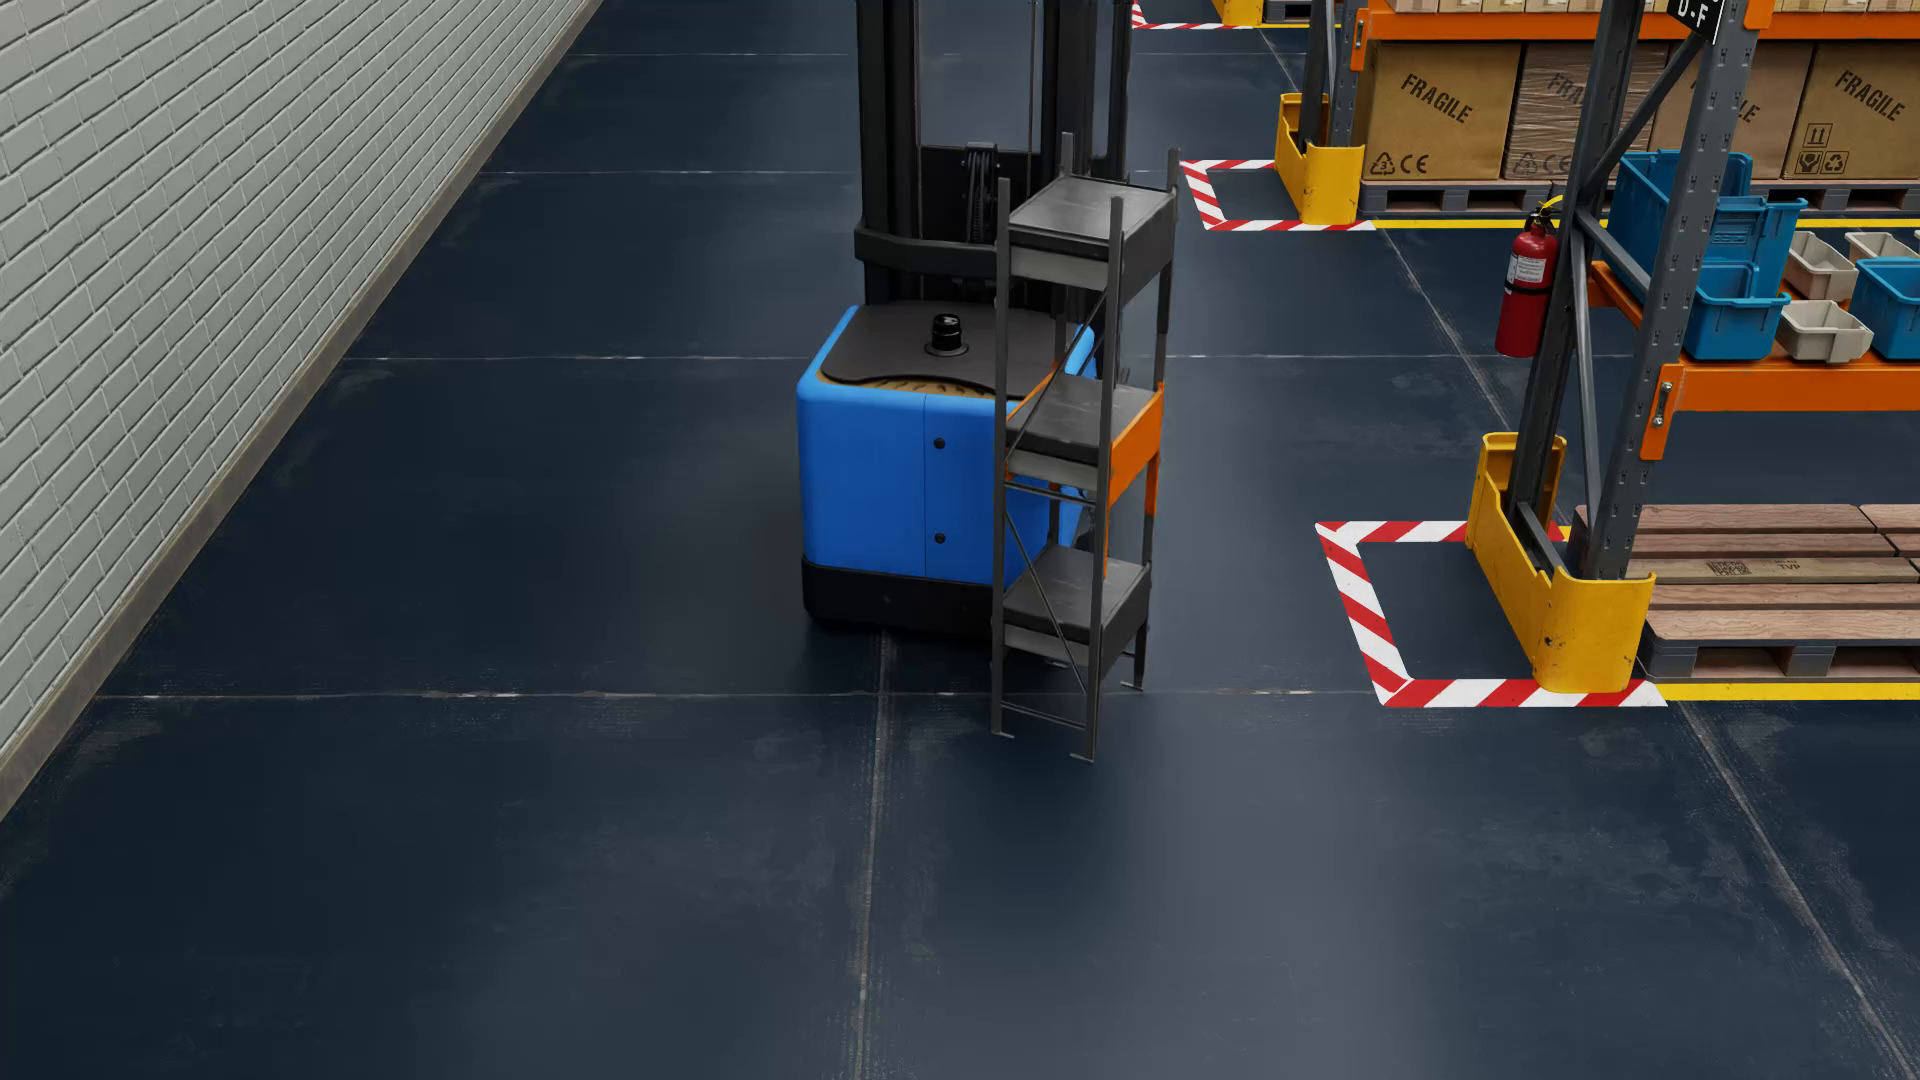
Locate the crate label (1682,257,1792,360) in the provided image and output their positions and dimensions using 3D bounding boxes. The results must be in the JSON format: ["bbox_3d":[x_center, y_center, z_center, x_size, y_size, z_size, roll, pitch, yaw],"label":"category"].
[{"bbox_3d":[2.644,-0.796,5.774,0.303,0.233,0.416,0,31,0],"label":"crate label"}]

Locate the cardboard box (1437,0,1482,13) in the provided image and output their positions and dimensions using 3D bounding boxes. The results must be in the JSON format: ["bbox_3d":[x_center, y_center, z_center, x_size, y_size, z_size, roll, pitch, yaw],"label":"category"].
[{"bbox_3d":[2.979,-3.306,10.049,0.250,0.149,0.380,-1,31,-1],"label":"cardboard box"}]

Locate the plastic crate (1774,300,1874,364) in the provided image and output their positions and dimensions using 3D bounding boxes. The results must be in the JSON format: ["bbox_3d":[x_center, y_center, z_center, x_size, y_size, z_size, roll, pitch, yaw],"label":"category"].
[{"bbox_3d":[2.966,-0.713,5.730,0.298,0.136,0.250,0,31,0],"label":"plastic crate"}]

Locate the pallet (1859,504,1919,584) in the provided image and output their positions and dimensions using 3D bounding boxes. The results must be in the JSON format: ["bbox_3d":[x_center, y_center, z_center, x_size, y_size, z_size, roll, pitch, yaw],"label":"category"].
[{"bbox_3d":[4.437,0.195,6.725,1.213,0.211,1.003,0,31,0],"label":"pallet"}]

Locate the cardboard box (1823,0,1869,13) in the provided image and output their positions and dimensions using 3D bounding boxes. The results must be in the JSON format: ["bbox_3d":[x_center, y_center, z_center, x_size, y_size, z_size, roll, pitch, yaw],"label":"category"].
[{"bbox_3d":[5.291,-3.313,10.061,0.250,0.149,0.380,0,31,1],"label":"cardboard box"}]

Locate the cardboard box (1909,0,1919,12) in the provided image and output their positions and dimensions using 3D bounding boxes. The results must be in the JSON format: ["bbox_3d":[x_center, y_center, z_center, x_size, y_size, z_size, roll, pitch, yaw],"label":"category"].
[{"bbox_3d":[5.805,-3.315,10.064,0.250,0.149,0.380,0,31,1],"label":"cardboard box"}]

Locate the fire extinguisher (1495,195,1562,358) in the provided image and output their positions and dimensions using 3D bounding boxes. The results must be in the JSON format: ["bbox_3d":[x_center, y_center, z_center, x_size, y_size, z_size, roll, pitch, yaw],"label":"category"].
[{"bbox_3d":[2.242,-1.055,6.531,0.183,0.674,0.296,0,31,0],"label":"fire extinguisher"}]

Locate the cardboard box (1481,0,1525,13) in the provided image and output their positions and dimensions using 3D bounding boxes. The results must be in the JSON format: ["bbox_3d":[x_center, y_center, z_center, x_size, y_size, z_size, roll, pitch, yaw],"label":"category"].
[{"bbox_3d":[3.235,-3.307,10.050,0.250,0.149,0.380,-1,31,-1],"label":"cardboard box"}]

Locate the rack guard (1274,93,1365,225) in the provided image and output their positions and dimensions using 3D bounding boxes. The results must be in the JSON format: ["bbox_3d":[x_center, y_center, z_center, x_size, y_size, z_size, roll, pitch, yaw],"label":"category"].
[{"bbox_3d":[2.342,-2.513,10.910,0.348,0.500,1.175,0,31,0],"label":"rack guard"}]

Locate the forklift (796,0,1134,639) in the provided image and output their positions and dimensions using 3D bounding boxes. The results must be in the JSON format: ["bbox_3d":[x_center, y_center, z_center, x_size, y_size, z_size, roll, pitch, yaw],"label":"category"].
[{"bbox_3d":[0.183,-1.603,7.067,1.130,2.935,3.031,6,32,10],"label":"forklift"}]

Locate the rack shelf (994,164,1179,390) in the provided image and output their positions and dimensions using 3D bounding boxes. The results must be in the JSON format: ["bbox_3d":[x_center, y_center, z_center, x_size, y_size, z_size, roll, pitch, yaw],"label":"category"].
[{"bbox_3d":[0.404,-0.846,5.297,0.431,0.518,0.480,14,34,22],"label":"rack shelf"}]

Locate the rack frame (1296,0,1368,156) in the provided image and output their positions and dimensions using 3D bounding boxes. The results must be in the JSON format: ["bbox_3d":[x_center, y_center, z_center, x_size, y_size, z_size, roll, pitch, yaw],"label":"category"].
[{"bbox_3d":[2.366,-3.582,10.261,0.127,3.000,1.000,0,31,0],"label":"rack frame"}]

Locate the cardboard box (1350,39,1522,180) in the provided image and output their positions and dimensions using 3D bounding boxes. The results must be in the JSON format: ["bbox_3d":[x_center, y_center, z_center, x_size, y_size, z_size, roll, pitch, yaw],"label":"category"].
[{"bbox_3d":[3.005,-2.896,10.775,0.875,0.875,0.875,0,31,0],"label":"cardboard box"}]

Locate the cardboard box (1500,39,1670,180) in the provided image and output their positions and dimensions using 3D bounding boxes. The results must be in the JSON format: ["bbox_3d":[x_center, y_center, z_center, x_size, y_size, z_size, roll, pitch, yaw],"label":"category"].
[{"bbox_3d":[3.915,-2.899,10.780,0.875,0.875,0.875,0,31,0],"label":"cardboard box"}]

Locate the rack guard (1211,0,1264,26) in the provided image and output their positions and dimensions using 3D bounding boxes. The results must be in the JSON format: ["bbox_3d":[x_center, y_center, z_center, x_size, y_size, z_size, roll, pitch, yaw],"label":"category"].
[{"bbox_3d":[2.513,-5.086,15.151,0.348,0.500,1.175,0,31,0],"label":"rack guard"}]

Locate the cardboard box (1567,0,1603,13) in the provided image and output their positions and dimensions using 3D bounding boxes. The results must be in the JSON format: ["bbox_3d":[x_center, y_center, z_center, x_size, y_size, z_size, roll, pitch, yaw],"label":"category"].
[{"bbox_3d":[3.750,-3.308,10.053,0.250,0.149,0.380,-1,31,-1],"label":"cardboard box"}]

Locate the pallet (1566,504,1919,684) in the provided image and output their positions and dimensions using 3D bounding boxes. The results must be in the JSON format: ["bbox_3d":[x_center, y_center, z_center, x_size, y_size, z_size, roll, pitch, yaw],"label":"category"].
[{"bbox_3d":[3.220,0.197,6.721,1.213,0.211,1.003,0,31,0],"label":"pallet"}]

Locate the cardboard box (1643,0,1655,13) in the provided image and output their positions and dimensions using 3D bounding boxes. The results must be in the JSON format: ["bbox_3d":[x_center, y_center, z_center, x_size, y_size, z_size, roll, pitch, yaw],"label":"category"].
[{"bbox_3d":[4.008,-3.309,10.055,0.250,0.149,0.380,0,31,-1],"label":"cardboard box"}]

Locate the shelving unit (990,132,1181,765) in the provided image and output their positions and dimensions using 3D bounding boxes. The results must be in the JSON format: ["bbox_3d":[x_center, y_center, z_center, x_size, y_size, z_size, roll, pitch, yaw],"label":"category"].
[{"bbox_3d":[0.404,-0.259,5.653,0.431,2.100,0.503,14,34,22],"label":"shelving unit"}]

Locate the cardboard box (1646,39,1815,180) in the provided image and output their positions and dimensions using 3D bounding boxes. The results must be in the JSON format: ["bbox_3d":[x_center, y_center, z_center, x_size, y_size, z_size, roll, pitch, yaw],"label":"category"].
[{"bbox_3d":[4.805,-2.902,10.784,0.875,0.875,0.875,0,31,0],"label":"cardboard box"}]

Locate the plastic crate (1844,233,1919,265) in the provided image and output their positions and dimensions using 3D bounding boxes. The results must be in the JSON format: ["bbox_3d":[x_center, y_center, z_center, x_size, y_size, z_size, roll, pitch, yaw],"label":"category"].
[{"bbox_3d":[3.500,-1.015,6.228,0.243,0.136,0.396,0,31,0],"label":"plastic crate"}]

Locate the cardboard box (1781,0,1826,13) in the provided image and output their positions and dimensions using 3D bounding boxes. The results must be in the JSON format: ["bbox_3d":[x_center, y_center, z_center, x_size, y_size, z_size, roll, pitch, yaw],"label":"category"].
[{"bbox_3d":[5.034,-3.312,10.060,0.250,0.149,0.380,0,31,1],"label":"cardboard box"}]

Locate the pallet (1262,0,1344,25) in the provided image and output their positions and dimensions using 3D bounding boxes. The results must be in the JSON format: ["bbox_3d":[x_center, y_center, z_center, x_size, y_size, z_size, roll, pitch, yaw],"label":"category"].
[{"bbox_3d":[3.325,-4.947,15.200,1.213,0.211,1.003,0,31,0],"label":"pallet"}]

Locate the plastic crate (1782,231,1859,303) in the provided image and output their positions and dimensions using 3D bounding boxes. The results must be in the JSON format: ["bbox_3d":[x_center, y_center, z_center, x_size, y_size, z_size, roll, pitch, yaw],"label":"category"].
[{"bbox_3d":[3.210,-1.022,6.239,0.243,0.136,0.396,0,31,0],"label":"plastic crate"}]

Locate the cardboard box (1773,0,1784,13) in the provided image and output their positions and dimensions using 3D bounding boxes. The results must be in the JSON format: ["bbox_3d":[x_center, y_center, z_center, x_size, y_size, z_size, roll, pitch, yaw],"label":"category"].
[{"bbox_3d":[4.778,-3.312,10.058,0.250,0.149,0.380,-1,31,-1],"label":"cardboard box"}]

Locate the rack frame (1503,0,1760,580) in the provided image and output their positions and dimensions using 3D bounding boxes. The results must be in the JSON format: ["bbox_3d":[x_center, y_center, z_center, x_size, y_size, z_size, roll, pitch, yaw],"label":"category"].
[{"bbox_3d":[2.396,-1.012,6.027,0.127,3.000,1.000,0,31,0],"label":"rack frame"}]

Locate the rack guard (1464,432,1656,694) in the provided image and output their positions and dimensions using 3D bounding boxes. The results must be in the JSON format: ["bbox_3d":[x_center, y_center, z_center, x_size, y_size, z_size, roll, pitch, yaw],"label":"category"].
[{"bbox_3d":[2.372,0.063,6.664,0.348,0.500,1.175,0,31,0],"label":"rack guard"}]

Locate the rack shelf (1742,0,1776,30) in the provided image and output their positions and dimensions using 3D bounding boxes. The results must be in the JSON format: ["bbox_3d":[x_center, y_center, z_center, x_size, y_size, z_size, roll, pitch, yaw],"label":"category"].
[{"bbox_3d":[4.396,-1.993,5.446,4.000,0.370,1.077,0,31,0],"label":"rack shelf"}]

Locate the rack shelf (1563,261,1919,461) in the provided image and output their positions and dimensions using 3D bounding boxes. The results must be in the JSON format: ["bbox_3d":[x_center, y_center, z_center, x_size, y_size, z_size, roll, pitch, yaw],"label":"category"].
[{"bbox_3d":[4.396,-0.711,6.224,4.000,0.370,1.077,0,31,0],"label":"rack shelf"}]

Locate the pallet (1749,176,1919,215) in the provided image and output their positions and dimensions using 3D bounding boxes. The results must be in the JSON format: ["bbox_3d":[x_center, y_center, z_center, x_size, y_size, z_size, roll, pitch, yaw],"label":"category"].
[{"bbox_3d":[5.605,-2.440,11.068,1.213,0.211,1.003,0,31,0],"label":"pallet"}]

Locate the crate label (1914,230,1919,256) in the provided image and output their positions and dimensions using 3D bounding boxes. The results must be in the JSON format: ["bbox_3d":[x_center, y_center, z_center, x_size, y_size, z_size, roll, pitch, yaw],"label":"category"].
[{"bbox_3d":[3.778,-1.029,6.250,0.243,0.136,0.396,0,31,0],"label":"crate label"}]

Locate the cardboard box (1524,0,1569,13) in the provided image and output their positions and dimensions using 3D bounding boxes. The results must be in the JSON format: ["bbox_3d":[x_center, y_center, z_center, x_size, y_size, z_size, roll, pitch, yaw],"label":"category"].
[{"bbox_3d":[3.496,-3.308,10.053,0.250,0.149,0.380,-1,31,-1],"label":"cardboard box"}]

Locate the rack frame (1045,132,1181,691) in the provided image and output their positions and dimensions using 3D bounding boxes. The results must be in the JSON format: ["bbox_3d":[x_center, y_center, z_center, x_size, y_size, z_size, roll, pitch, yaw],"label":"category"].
[{"bbox_3d":[0.511,-0.373,5.840,0.400,2.100,0.015,14,34,22],"label":"rack frame"}]

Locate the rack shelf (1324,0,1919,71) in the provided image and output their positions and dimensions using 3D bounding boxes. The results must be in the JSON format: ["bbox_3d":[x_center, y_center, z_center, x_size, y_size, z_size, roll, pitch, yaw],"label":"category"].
[{"bbox_3d":[4.366,-3.280,10.458,4.000,0.370,1.077,0,31,0],"label":"rack shelf"}]

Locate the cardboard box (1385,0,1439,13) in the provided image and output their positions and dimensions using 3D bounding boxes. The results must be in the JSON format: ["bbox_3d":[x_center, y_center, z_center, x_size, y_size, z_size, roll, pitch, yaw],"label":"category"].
[{"bbox_3d":[2.723,-3.304,10.046,0.250,0.149,0.380,0,31,0],"label":"cardboard box"}]

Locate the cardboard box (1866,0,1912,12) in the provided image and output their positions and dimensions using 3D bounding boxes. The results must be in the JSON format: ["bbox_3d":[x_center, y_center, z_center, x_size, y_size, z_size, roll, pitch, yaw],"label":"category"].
[{"bbox_3d":[5.549,-3.314,10.063,0.250,0.149,0.380,-1,31,-1],"label":"cardboard box"}]

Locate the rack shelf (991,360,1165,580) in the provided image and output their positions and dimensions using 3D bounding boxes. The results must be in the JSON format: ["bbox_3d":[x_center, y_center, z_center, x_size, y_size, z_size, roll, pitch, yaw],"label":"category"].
[{"bbox_3d":[0.404,-0.248,5.660,0.431,0.518,0.480,14,34,22],"label":"rack shelf"}]

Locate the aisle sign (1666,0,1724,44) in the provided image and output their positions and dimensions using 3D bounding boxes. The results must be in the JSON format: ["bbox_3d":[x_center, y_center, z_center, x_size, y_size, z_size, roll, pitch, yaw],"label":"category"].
[{"bbox_3d":[2.325,-1.969,5.098,0.004,0.787,0.394,0,31,0],"label":"aisle sign"}]

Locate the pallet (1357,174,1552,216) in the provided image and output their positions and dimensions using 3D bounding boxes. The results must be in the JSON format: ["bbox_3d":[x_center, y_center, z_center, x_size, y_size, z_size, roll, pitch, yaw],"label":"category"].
[{"bbox_3d":[3.165,-2.432,11.056,1.213,0.211,1.003,0,31,0],"label":"pallet"}]

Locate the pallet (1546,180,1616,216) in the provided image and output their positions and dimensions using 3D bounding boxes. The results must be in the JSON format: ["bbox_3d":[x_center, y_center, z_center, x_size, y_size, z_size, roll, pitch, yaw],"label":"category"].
[{"bbox_3d":[4.382,-2.435,11.059,1.213,0.211,1.003,0,31,0],"label":"pallet"}]

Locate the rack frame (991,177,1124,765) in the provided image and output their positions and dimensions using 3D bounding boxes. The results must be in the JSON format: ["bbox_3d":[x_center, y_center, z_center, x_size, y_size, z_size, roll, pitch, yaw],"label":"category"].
[{"bbox_3d":[0.296,-0.146,5.466,0.400,2.100,0.015,14,34,22],"label":"rack frame"}]

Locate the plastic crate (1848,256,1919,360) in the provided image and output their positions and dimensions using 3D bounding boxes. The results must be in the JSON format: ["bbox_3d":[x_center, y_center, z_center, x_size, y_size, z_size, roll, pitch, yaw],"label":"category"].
[{"bbox_3d":[3.303,-0.798,5.778,0.300,0.233,0.416,0,31,0],"label":"plastic crate"}]

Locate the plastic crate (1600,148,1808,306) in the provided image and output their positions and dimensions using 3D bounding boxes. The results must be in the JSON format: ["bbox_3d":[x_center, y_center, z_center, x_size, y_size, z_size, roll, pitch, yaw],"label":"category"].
[{"bbox_3d":[2.729,-1.151,6.163,0.499,0.435,0.616,0,31,0],"label":"plastic crate"}]

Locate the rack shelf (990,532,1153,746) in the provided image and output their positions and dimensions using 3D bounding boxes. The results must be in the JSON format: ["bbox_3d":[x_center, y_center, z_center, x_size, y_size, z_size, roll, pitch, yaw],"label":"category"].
[{"bbox_3d":[0.404,0.351,6.023,0.431,0.518,0.480,14,34,22],"label":"rack shelf"}]

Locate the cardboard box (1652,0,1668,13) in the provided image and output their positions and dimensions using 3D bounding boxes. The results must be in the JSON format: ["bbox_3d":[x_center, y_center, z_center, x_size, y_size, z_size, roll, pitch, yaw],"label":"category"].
[{"bbox_3d":[4.261,-3.310,10.055,0.250,0.149,0.380,-1,31,-2],"label":"cardboard box"}]

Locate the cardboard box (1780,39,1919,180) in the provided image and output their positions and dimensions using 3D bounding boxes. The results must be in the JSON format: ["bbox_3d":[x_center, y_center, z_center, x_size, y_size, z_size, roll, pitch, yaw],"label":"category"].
[{"bbox_3d":[5.705,-2.905,10.789,0.875,0.875,0.875,0,31,0],"label":"cardboard box"}]
